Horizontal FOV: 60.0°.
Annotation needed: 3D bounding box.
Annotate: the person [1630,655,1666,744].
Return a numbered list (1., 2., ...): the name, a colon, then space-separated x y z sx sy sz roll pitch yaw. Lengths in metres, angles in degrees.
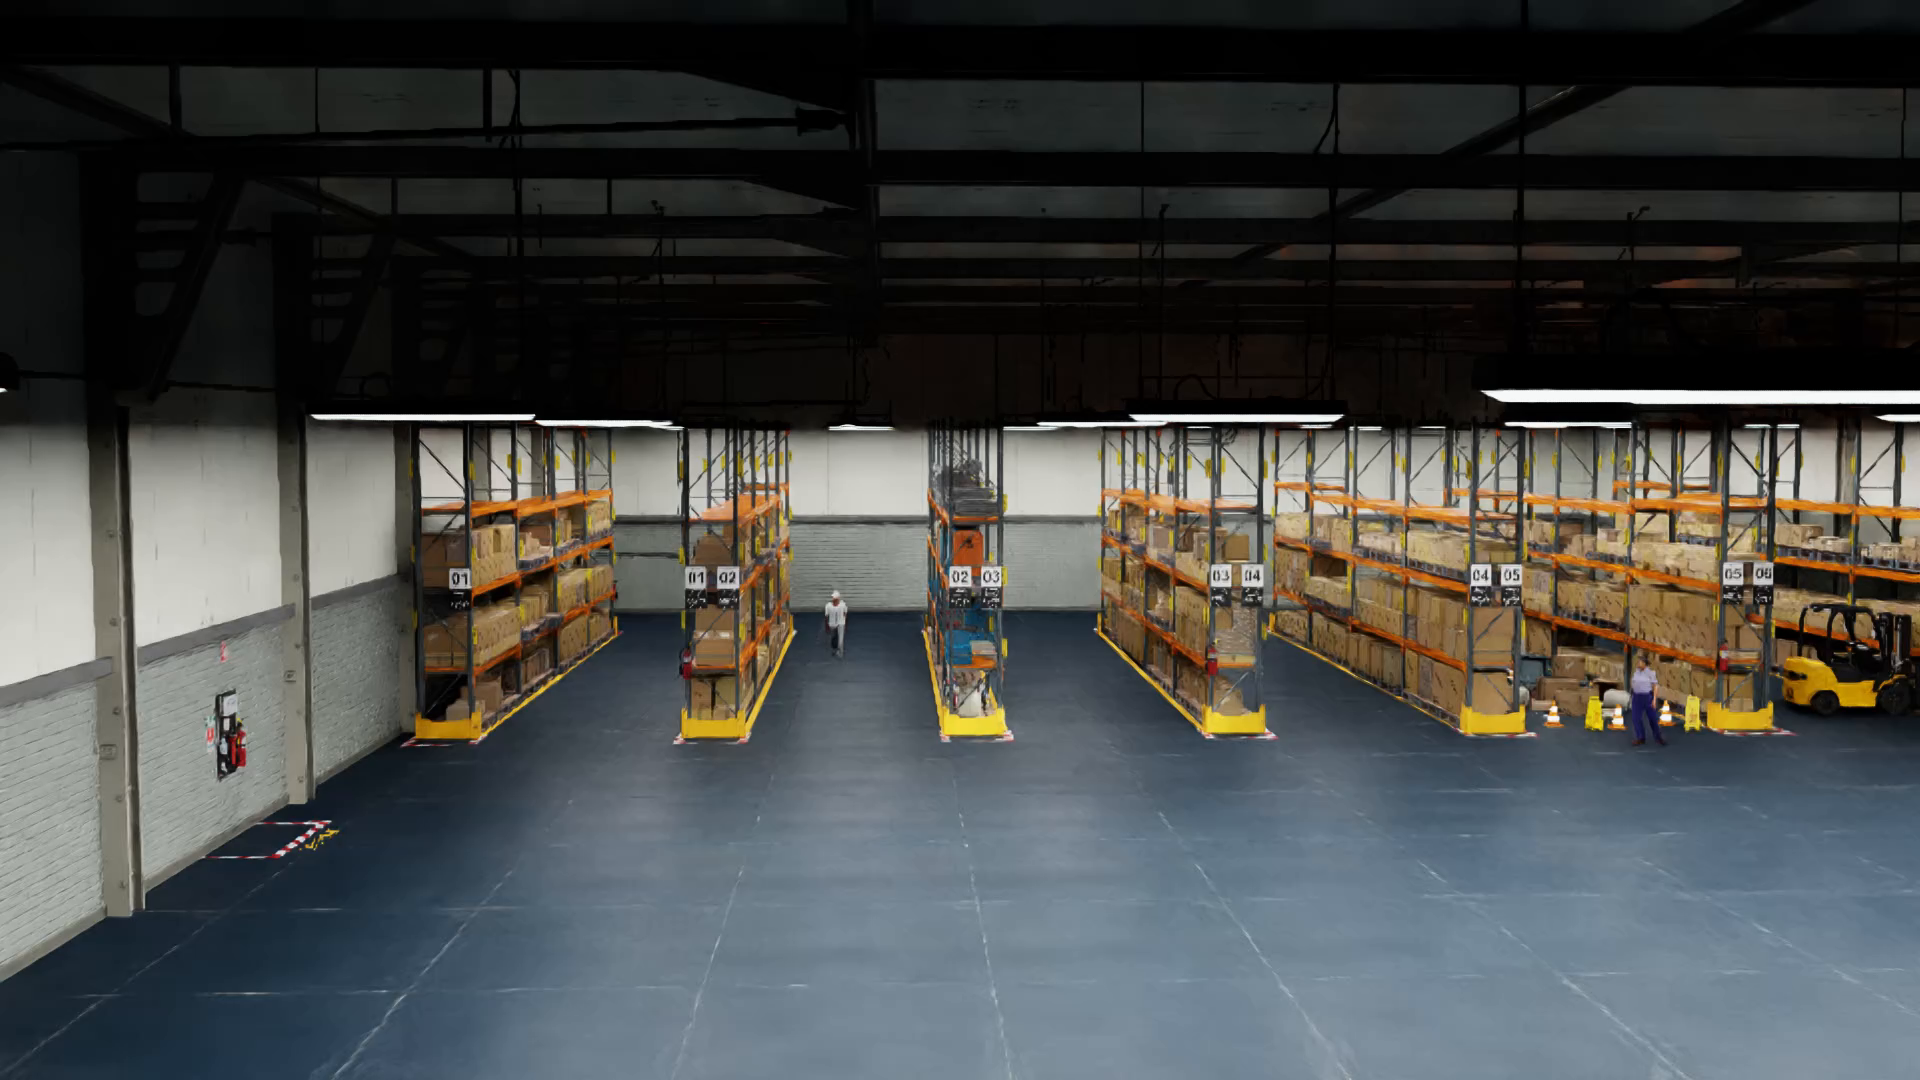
1. person: 12.617 2.924 30.500 0.538 1.639 0.598 -2 4 -30

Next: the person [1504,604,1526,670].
1. person: 13.240 2.295 39.533 0.580 1.663 0.575 1 4 21

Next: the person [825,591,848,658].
1. person: -3.142 2.120 42.117 0.575 1.691 1.121 0 4 0
